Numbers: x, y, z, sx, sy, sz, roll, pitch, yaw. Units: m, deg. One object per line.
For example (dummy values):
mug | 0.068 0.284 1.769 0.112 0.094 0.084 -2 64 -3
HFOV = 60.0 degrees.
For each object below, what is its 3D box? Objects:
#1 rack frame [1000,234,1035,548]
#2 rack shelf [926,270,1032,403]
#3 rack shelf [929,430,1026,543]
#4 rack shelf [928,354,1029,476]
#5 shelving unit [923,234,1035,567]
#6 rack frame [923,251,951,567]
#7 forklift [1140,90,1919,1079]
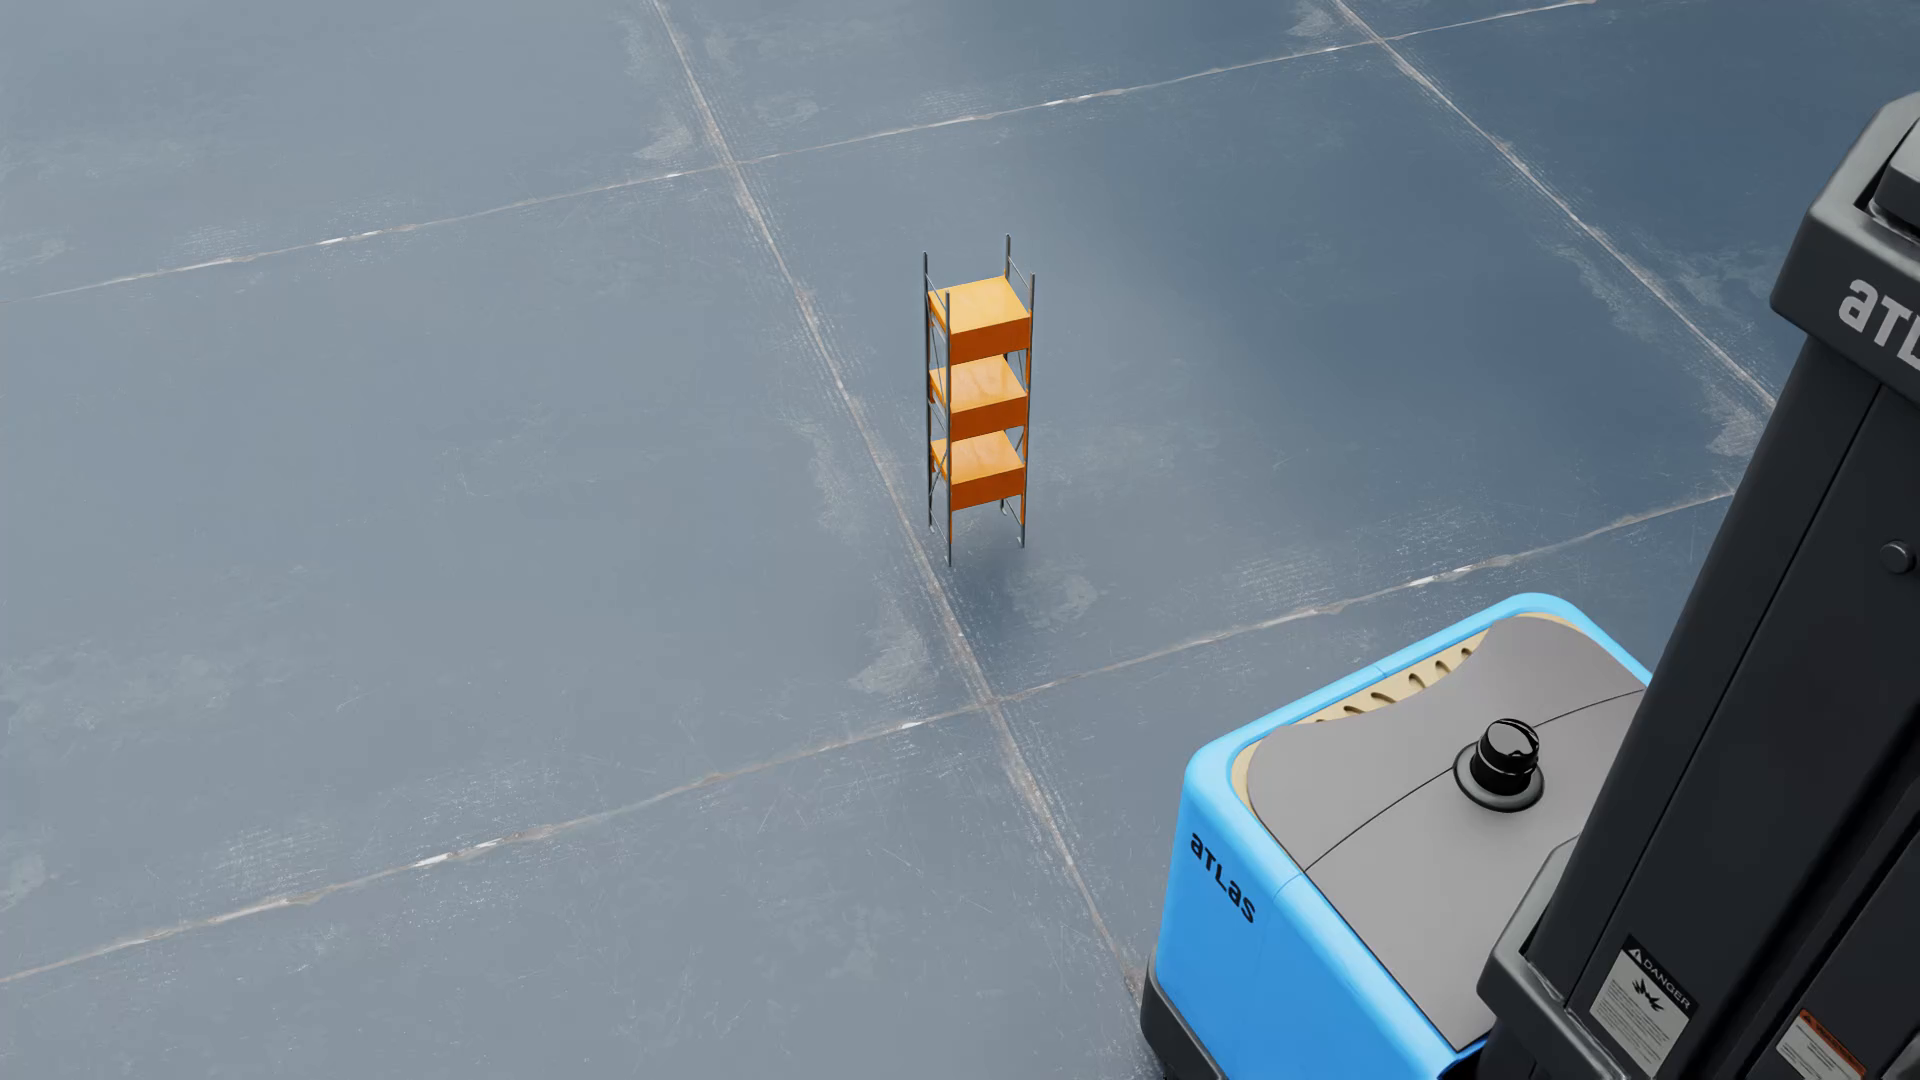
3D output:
rack frame | 0.165 -0.413 4.920 0.008 1.050 0.200 -14 47 -14
rack shelf | 0.050 -0.576 4.697 0.240 0.259 0.215 -14 47 -14
rack shelf | 0.050 -0.180 5.095 0.240 0.259 0.215 -14 47 -14
rack shelf | 0.050 -0.376 4.898 0.240 0.259 0.215 -14 47 -14
shelving unit | 0.050 -0.383 4.891 0.252 1.050 0.215 -14 47 -14
rack frame | -0.064 -0.354 4.862 0.008 1.050 0.200 -14 47 -14
forklift | 1.600 0.892 2.292 1.130 2.935 3.031 -22 49 -21
